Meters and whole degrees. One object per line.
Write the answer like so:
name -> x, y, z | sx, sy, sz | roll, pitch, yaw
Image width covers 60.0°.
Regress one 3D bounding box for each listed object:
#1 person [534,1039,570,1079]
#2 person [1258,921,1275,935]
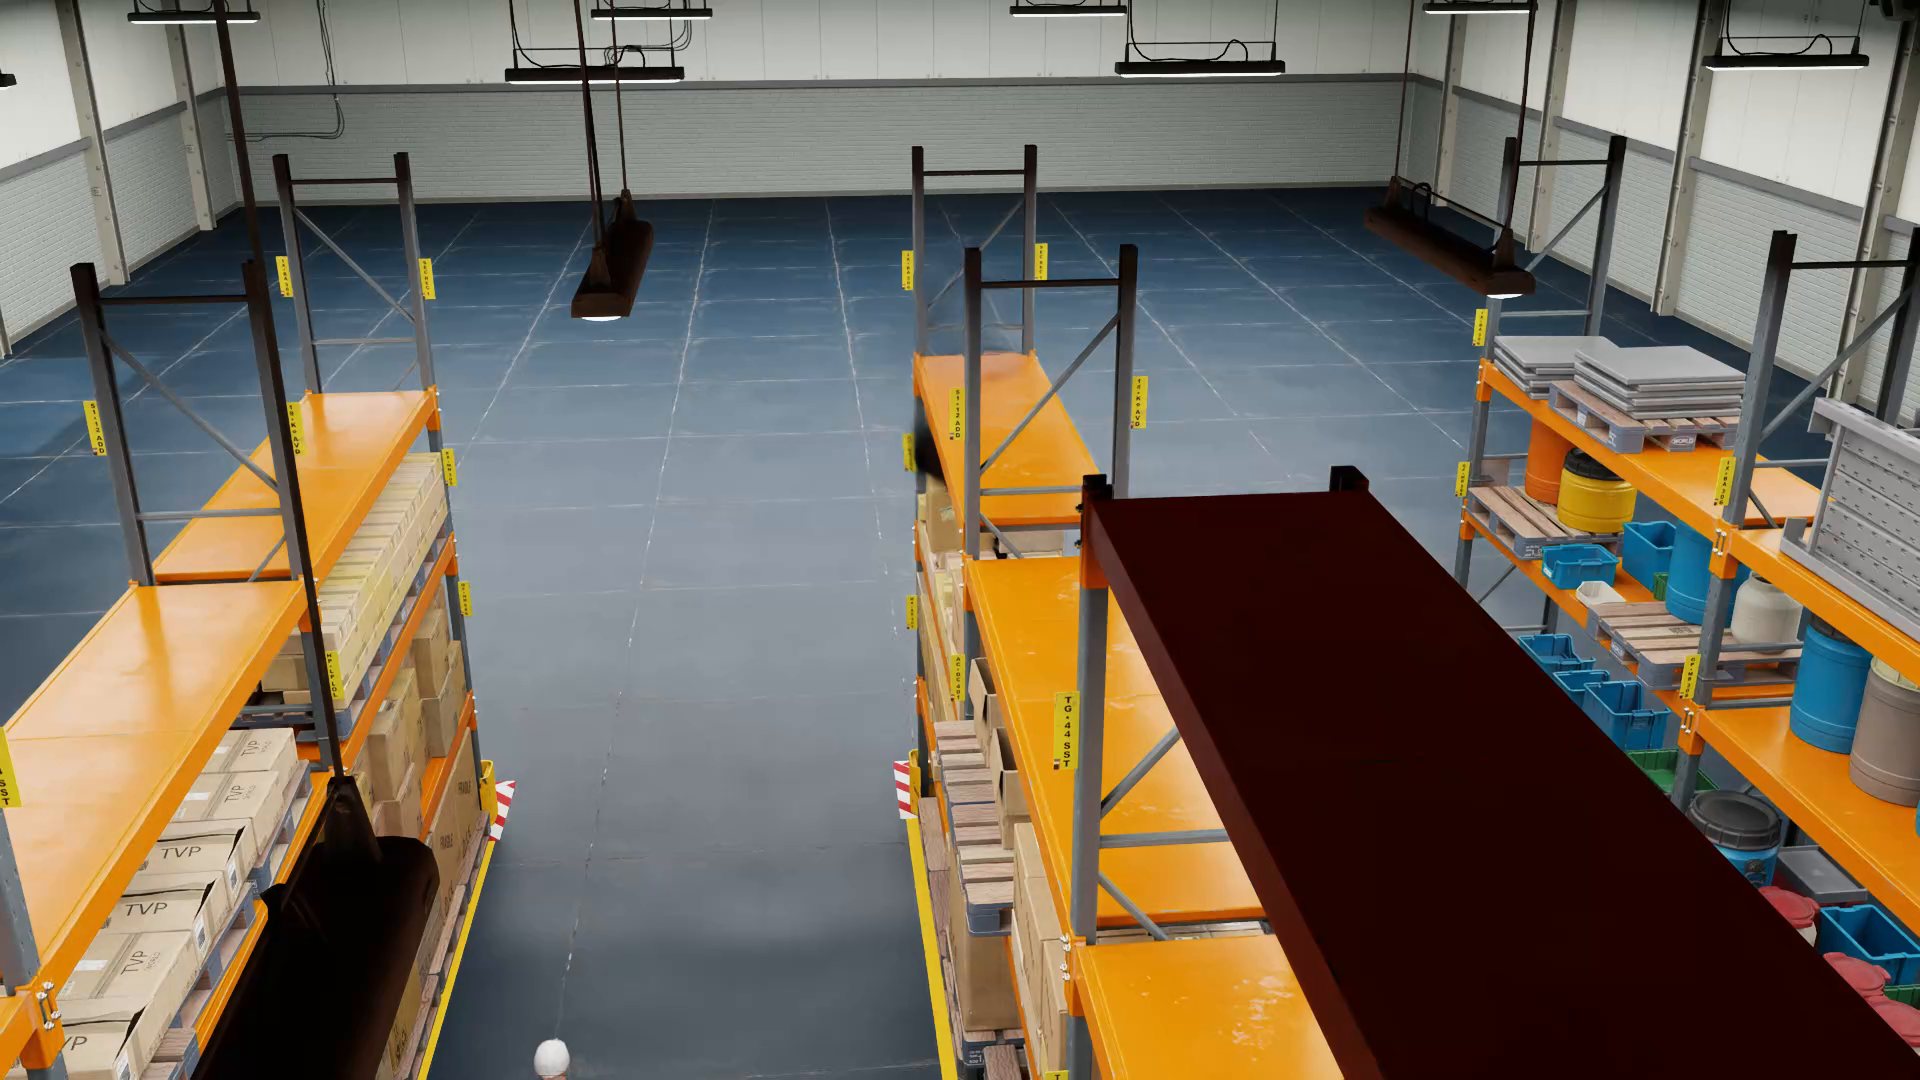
person -> -2.327, 3.829, 9.705 | 0.659, 1.722, 0.912 | -6, 22, -15
person -> 2.302, 2.528, 13.041 | 0.555, 1.634, 0.624 | -4, 22, -11
